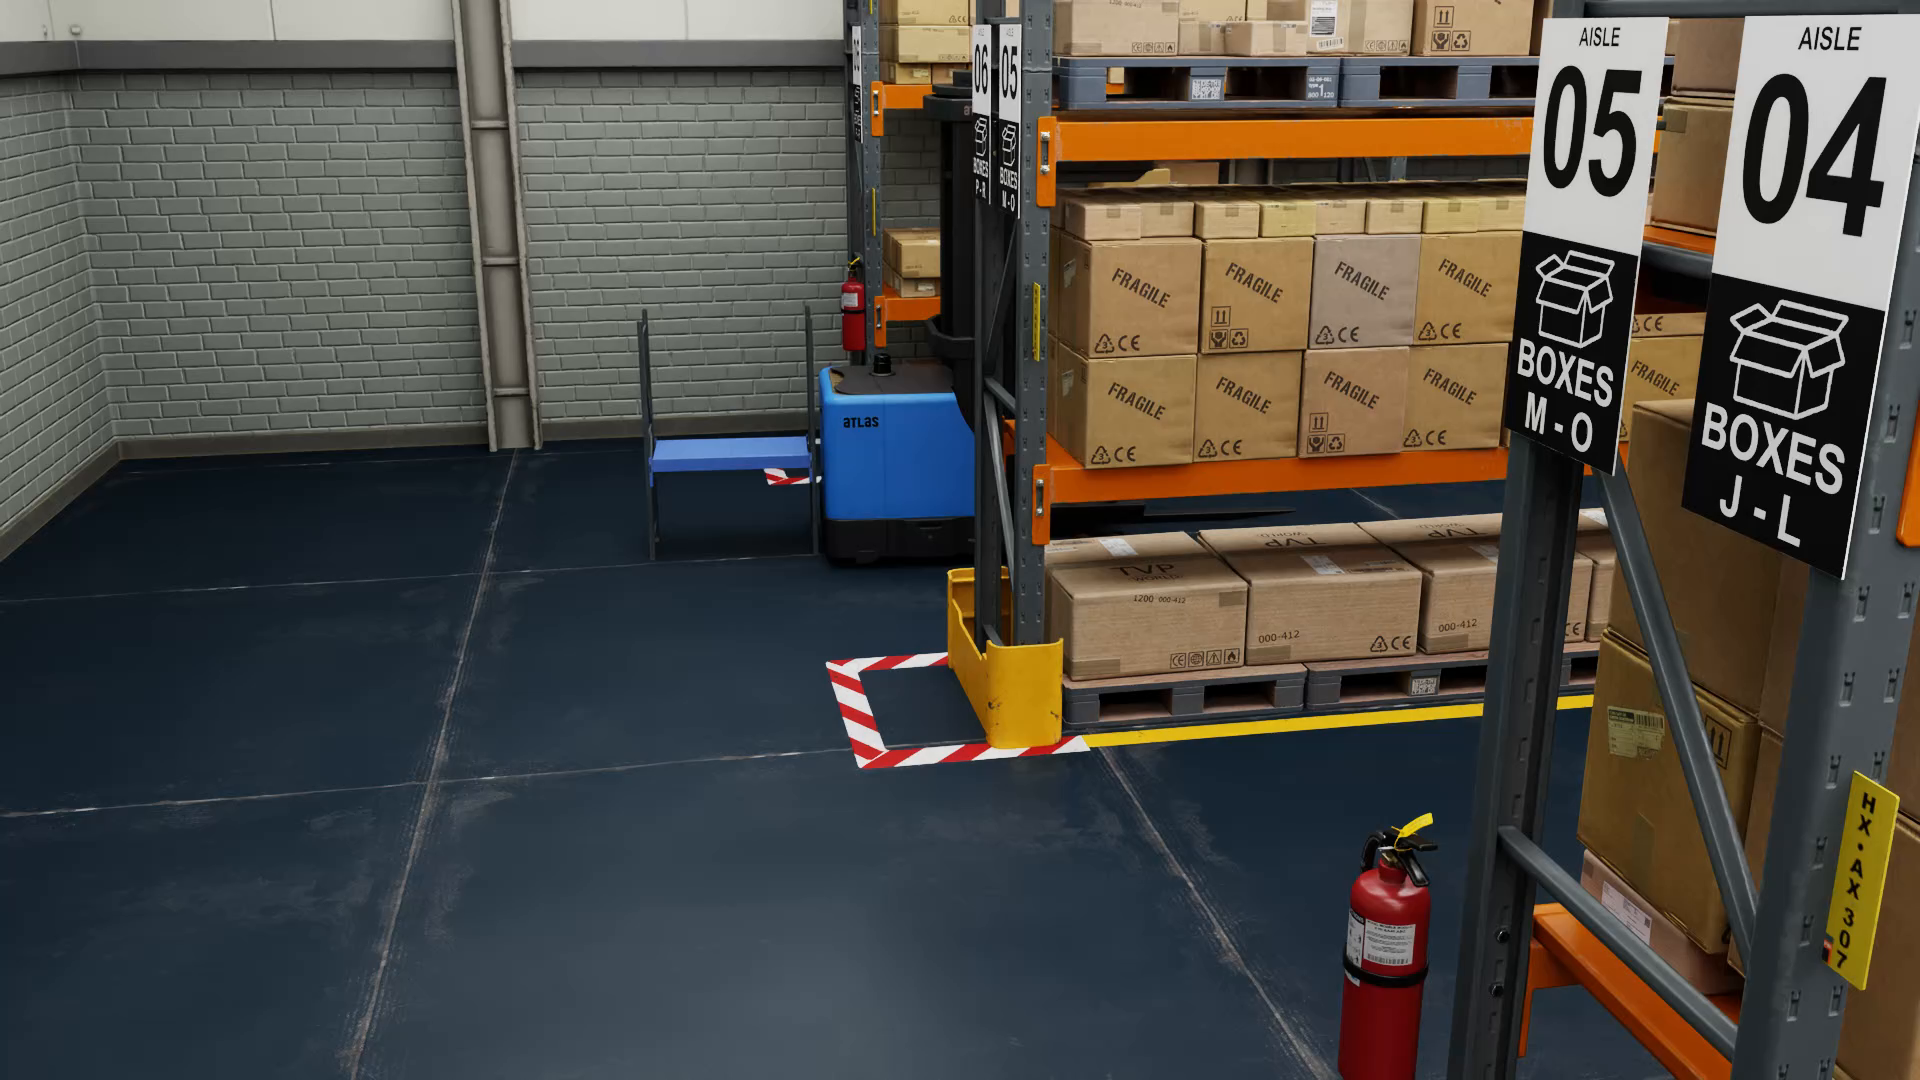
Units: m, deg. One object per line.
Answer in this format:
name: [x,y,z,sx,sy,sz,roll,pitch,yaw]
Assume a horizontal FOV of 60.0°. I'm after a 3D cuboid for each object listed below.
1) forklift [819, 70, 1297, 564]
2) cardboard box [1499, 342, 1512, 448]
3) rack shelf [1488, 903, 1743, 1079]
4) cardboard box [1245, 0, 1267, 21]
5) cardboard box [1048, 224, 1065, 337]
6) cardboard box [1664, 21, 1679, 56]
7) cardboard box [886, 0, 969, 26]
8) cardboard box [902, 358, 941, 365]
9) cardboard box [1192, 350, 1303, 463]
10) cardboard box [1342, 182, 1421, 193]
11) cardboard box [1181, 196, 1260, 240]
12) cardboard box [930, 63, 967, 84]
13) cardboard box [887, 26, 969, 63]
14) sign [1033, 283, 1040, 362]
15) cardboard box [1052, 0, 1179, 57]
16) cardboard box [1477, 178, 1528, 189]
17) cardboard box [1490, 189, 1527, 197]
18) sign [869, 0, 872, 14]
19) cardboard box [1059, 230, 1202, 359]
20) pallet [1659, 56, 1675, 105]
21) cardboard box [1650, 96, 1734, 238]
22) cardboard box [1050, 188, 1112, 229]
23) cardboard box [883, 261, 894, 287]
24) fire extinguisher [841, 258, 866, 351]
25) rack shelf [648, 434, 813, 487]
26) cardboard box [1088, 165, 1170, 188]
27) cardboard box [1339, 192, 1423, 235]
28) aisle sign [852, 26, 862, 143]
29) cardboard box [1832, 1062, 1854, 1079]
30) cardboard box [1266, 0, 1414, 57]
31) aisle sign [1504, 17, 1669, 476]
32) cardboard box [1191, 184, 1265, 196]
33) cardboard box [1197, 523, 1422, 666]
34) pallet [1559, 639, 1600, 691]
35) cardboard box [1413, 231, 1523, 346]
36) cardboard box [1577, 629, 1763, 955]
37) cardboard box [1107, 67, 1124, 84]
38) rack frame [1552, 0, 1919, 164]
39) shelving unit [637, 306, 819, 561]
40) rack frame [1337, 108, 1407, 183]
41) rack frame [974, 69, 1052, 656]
forklift: [0.622,-1.423,10.451,3.031,2.935,1.130,-2,17,-6]
cardboard box: [2.754,-0.753,7.984,0.500,0.500,0.500,-4,17,-11]
rack shelf: [3.230,1.009,3.642,4.000,0.370,1.077,-3,17,-10]
cardboard box: [2.264,-3.913,12.231,0.500,0.250,0.500,-4,17,-11]
cardboard box: [0.656,-1.266,7.951,0.500,0.500,0.500,-3,17,-9]
cardboard box: [3.330,-2.287,7.583,0.250,0.149,0.380,-3,17,-9]
cardboard box: [-0.234,-3.771,11.769,0.500,0.250,0.500,-3,17,-11]
cardboard box: [-0.099,-1.089,12.786,0.637,0.503,0.797,-4,18,-13]
cardboard box: [1.245,-0.672,7.722,0.500,0.500,0.500,-3,17,-11]
cardboard box: [2.046,-1.654,8.110,0.250,0.149,0.380,-3,17,-9]
cardboard box: [1.150,-1.437,7.403,0.250,0.149,0.380,-3,17,-9]
cardboard box: [-0.108,-3.362,11.967,0.250,0.149,0.380,-3,17,-9]
cardboard box: [-0.230,-3.525,11.821,0.500,0.250,0.500,-3,17,-11]
sign: [0.328,-0.936,7.140,0.005,0.325,0.100,-3,17,-10]
cardboard box: [0.653,-2.306,7.473,0.500,0.250,0.500,-5,18,-16]
cardboard box: [2.783,-1.712,8.300,0.250,0.149,0.380,-4,17,-12]
cardboard box: [2.646,-1.541,7.743,0.250,0.149,0.380,-4,17,-12]
sign: [-0.614,-3.770,11.381,0.005,0.325,0.100,-3,17,-10]
cardboard box: [0.753,-1.115,7.459,0.500,0.500,0.500,-4,17,-12]
pallet: [3.350,-2.216,7.961,1.213,0.211,1.003,-3,17,-10]
cardboard box: [1.663,-0.687,3.086,0.500,0.250,0.500,-4,17,-12]
cardboard box: [0.543,-1.558,7.798,0.250,0.149,0.380,-3,17,-10]
cardboard box: [-0.443,-2.051,12.808,0.250,0.149,0.380,-3,17,-11]
fire extinguisher: [-0.774,-1.719,12.065,0.183,0.674,0.296,-3,17,-10]
rack shelf: [-1.444,-0.507,10.520,1.000,0.185,0.538,-2,17,-6]
cardboard box: [1.252,-2.535,12.429,0.500,0.500,0.500,-3,17,-9]
cardboard box: [1.906,-1.488,7.570,0.250,0.149,0.380,-3,17,-10]
aisle sign: [-0.728,-3.229,11.790,0.004,0.787,0.394,-3,17,-10]
cardboard box: [1.647,0.973,2.962,0.250,0.149,0.380,-3,17,-11]
cardboard box: [1.707,-2.353,7.522,0.500,0.311,0.500,-3,17,-9]
aisle sign: [1.138,-0.548,3.060,0.004,0.787,0.394,-3,17,-10]
cardboard box: [1.280,-1.620,7.999,0.250,0.149,0.380,-3,17,-9]
cardboard box: [1.754,0.261,8.503,0.875,0.438,0.875,-3,17,-9]
pallet: [3.394,0.486,8.872,1.213,0.211,1.003,-3,17,-10]
cardboard box: [2.253,-1.205,7.752,0.500,0.500,0.500,-3,17,-10]
cardboard box: [1.659,0.488,3.438,0.500,0.500,0.500,-3,17,-9]
cardboard box: [1.164,-3.397,12.082,0.250,0.149,0.380,-3,17,-10]
rack frame: [1.266,-2.091,2.293,0.127,3.000,1.000,-3,17,-10]
shelving unit: [-1.444,-0.679,10.467,1.048,1.500,0.538,-2,17,-6]
rack frame: [3.210,-2.298,13.185,0.127,3.000,1.000,-3,17,-10]
rack frame: [0.228,-0.644,7.801,0.127,3.000,1.000,-3,17,-10]
